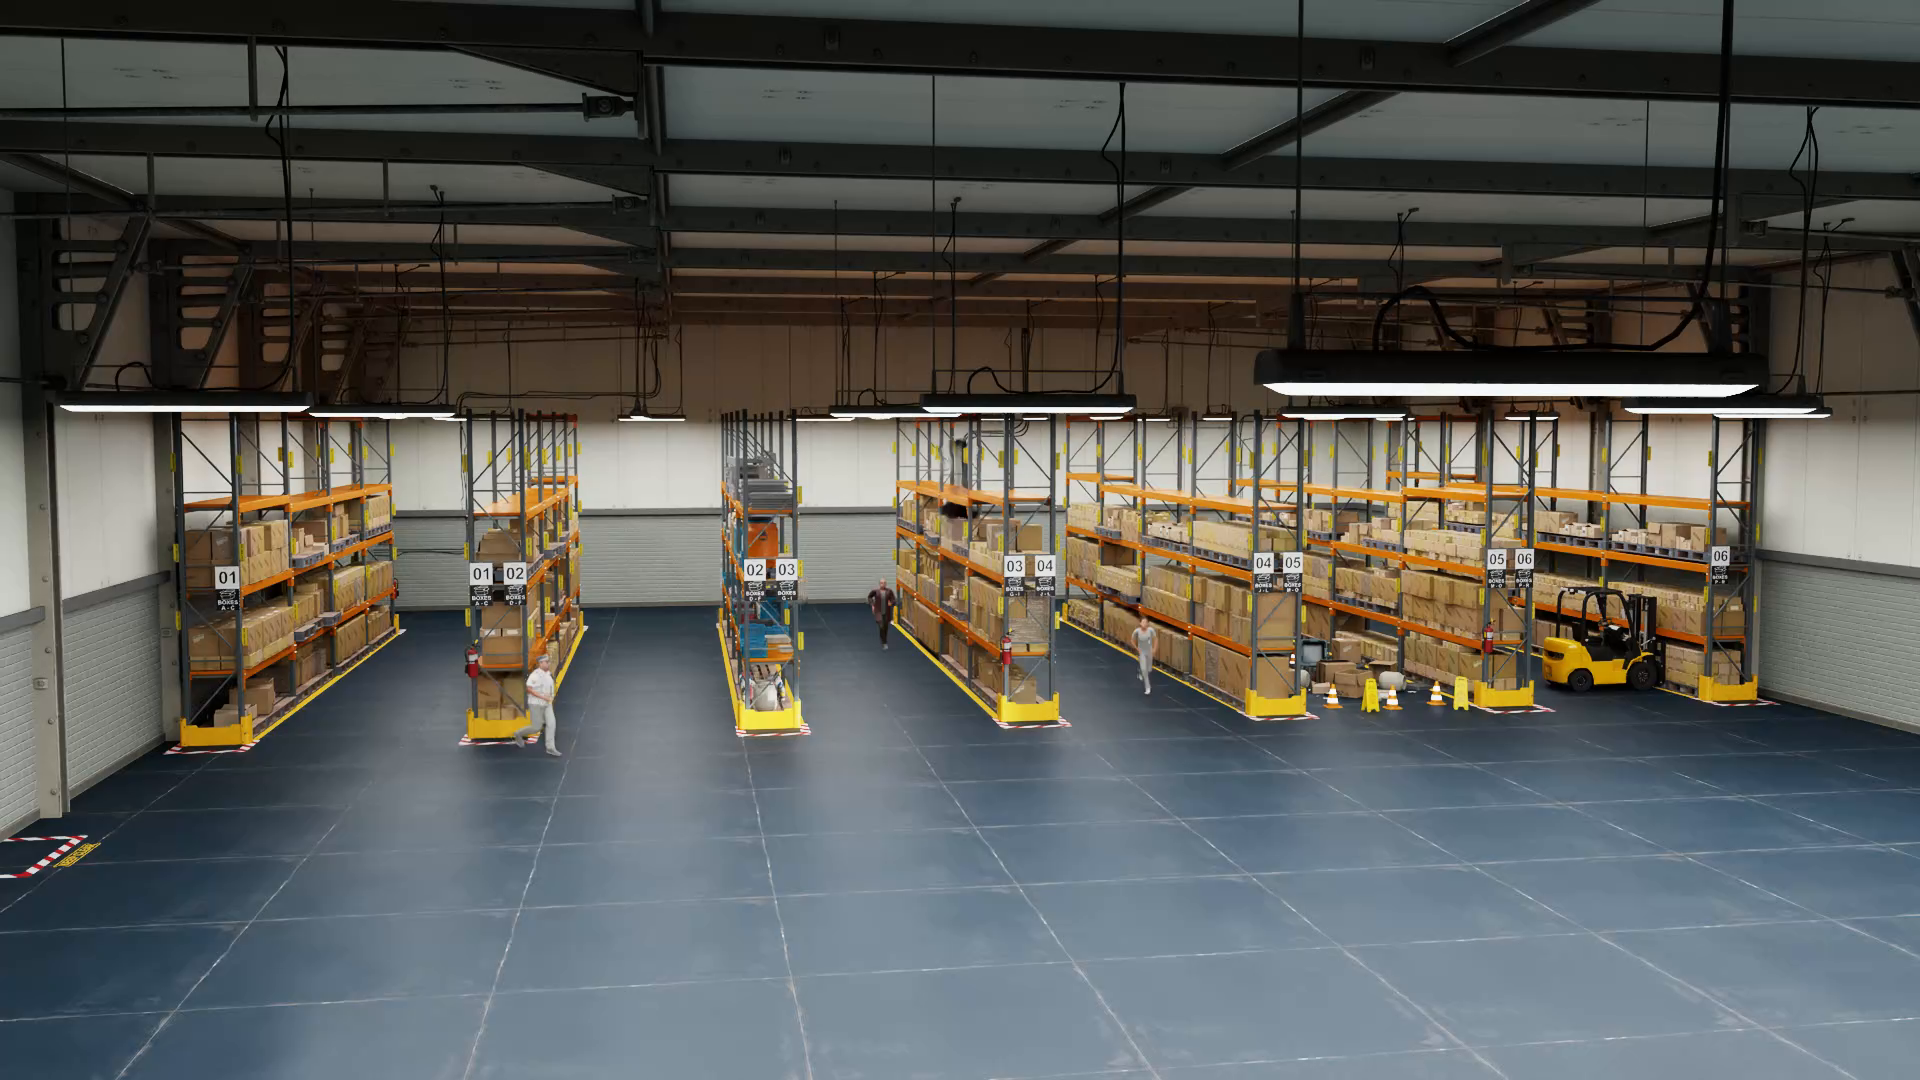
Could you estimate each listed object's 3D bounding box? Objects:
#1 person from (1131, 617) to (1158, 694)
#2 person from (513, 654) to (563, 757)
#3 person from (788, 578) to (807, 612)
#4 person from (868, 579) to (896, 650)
[{"bbox_3d":[3.939,2.446,35.674,0.574,1.650,0.827,0,4,-5],"label":"person"},{"bbox_3d":[-7.302,2.846,28.822,0.950,1.773,0.686,1,4,17],"label":"person"},{"bbox_3d":[-4.883,1.422,48.959,0.845,1.746,0.668,1,4,11],"label":"person"},{"bbox_3d":[-1.975,1.873,42.354,0.716,1.784,0.962,-1,4,-11],"label":"person"}]
